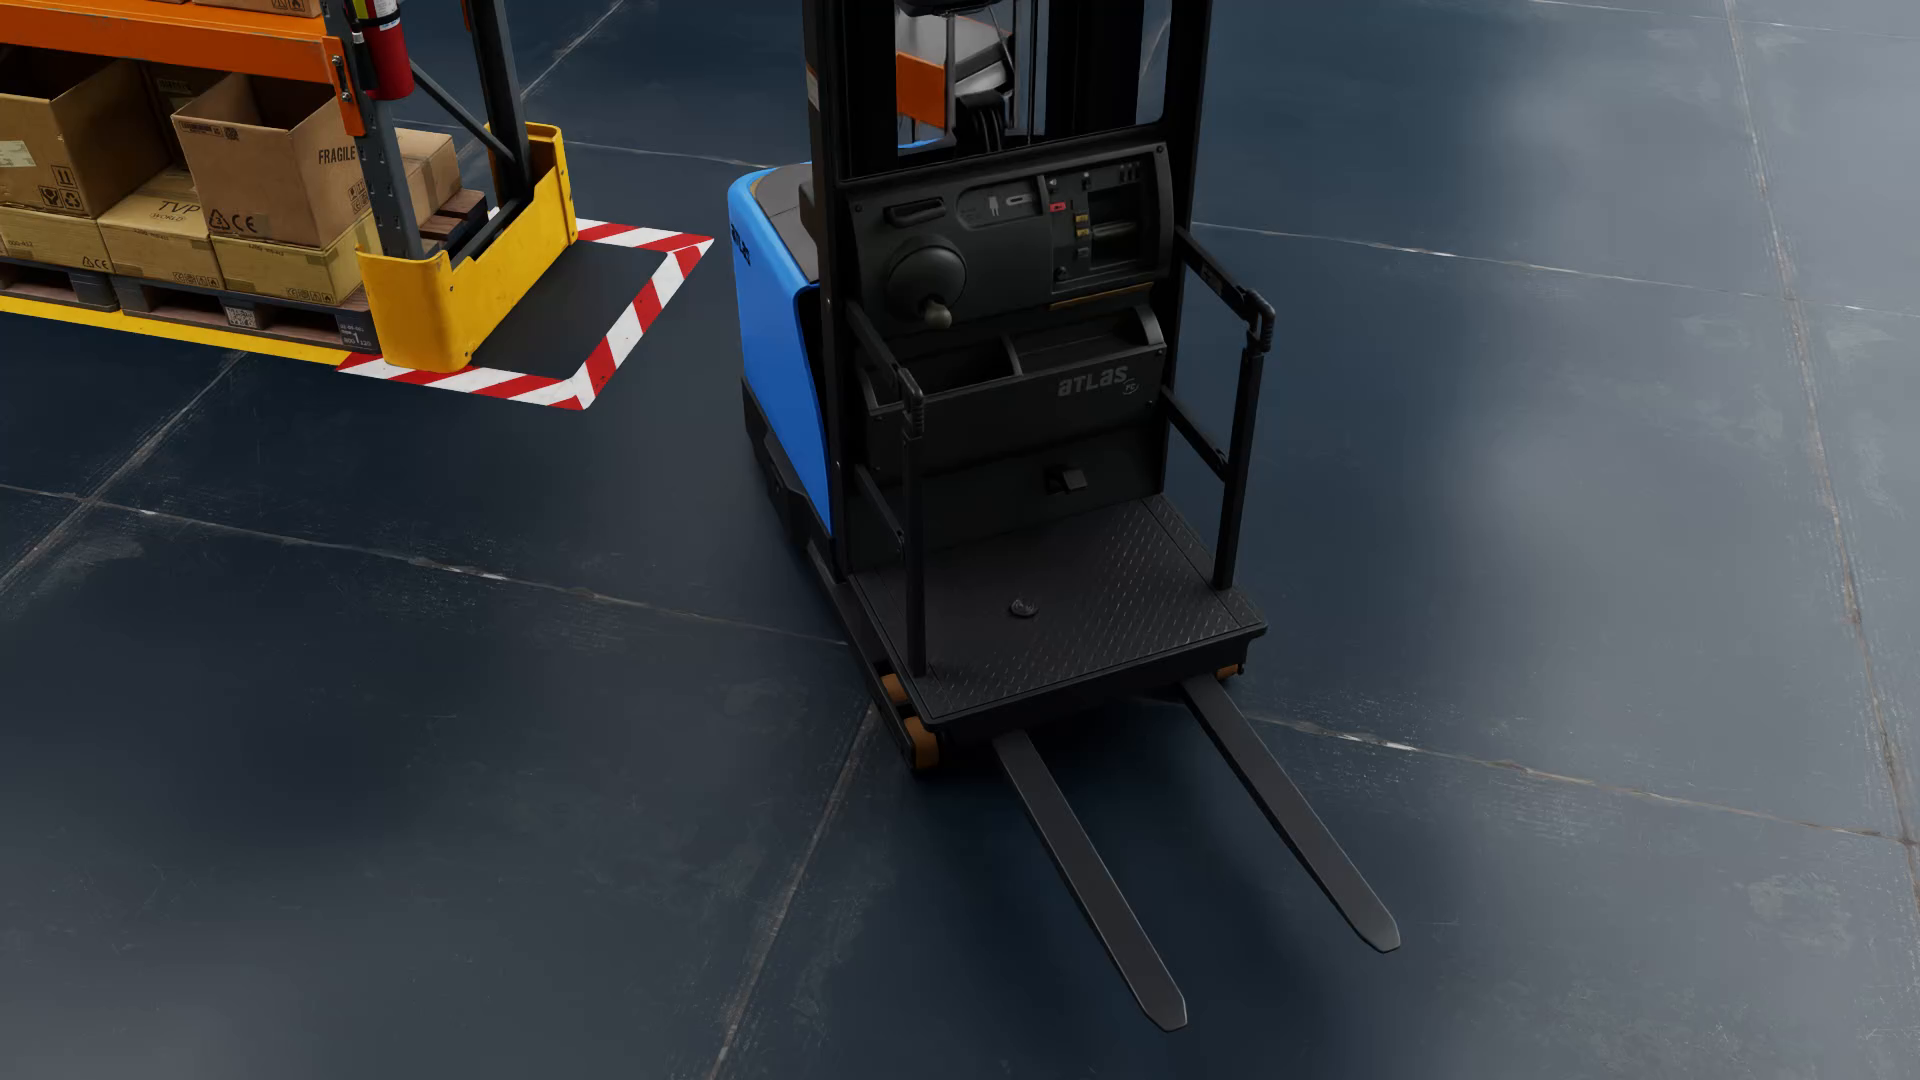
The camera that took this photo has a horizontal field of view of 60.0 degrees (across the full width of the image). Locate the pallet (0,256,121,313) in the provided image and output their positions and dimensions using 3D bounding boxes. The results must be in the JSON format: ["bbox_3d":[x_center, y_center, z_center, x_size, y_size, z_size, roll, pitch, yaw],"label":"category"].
[{"bbox_3d":[-3.937,-1.425,7.282,1.213,0.211,1.003,10,41,11],"label":"pallet"}]

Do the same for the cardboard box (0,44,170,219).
[{"bbox_3d":[-3.577,-1.644,6.603,0.500,0.500,0.500,10,41,11],"label":"cardboard box"}]

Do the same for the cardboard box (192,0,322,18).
[{"bbox_3d":[-2.460,-2.311,6.092,0.500,0.500,0.700,10,41,11],"label":"cardboard box"}]

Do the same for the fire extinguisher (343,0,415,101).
[{"bbox_3d":[-2.018,-1.849,5.680,0.183,0.674,0.296,10,41,11],"label":"fire extinguisher"}]

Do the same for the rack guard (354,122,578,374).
[{"bbox_3d":[-1.989,-1.226,6.821,0.348,0.500,1.175,10,41,11],"label":"rack guard"}]

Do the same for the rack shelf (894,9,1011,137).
[{"bbox_3d":[-0.105,-1.634,6.078,0.480,0.518,0.431,28,47,30],"label":"rack shelf"}]

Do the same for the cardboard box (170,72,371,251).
[{"bbox_3d":[-2.607,-1.486,6.416,0.500,0.500,0.500,10,41,11],"label":"cardboard box"}]

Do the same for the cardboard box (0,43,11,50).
[{"bbox_3d":[-4.060,-1.728,6.703,0.500,0.500,0.500,10,41,11],"label":"cardboard box"}]

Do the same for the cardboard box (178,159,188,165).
[{"bbox_3d":[-2.957,-1.603,7.138,0.500,0.250,0.500,10,41,11],"label":"cardboard box"}]

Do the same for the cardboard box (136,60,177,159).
[{"bbox_3d":[-3.443,-1.967,6.988,0.500,0.500,0.500,10,41,11],"label":"cardboard box"}]

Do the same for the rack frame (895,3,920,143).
[{"bbox_3d":[-0.292,-1.744,6.190,0.015,2.100,0.400,28,47,30],"label":"rack frame"}]

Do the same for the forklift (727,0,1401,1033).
[{"bbox_3d":[0.234,-0.751,4.365,1.130,2.935,3.031,-15,42,-17],"label":"forklift"}]

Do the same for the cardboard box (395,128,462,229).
[{"bbox_3d":[-2.473,-1.522,7.042,0.500,0.250,0.500,10,41,11],"label":"cardboard box"}]

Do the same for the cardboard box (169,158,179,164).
[{"bbox_3d":[-3.440,-1.687,7.237,0.500,0.250,0.500,10,41,11],"label":"cardboard box"}]

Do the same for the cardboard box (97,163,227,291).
[{"bbox_3d":[-3.093,-1.276,6.749,0.500,0.250,0.500,10,41,11],"label":"cardboard box"}]

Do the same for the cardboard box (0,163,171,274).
[{"bbox_3d":[-3.576,-1.358,6.846,0.500,0.250,0.500,10,41,11],"label":"cardboard box"}]

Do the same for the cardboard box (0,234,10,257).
[{"bbox_3d":[-4.059,-1.443,6.947,0.500,0.250,0.500,10,41,11],"label":"cardboard box"}]

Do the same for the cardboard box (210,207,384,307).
[{"bbox_3d":[-2.607,-1.201,6.659,0.500,0.250,0.500,10,41,11],"label":"cardboard box"}]

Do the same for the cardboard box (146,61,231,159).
[{"bbox_3d":[-2.956,-1.891,6.898,0.500,0.500,0.500,10,41,11],"label":"cardboard box"}]

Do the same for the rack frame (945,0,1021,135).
[{"bbox_3d":[0.082,-1.546,5.948,0.015,2.100,0.400,28,47,30],"label":"rack frame"}]

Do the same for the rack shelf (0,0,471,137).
[{"bbox_3d":[-3.944,-2.244,6.649,4.000,0.370,1.077,10,41,11],"label":"rack shelf"}]

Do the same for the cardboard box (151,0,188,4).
[{"bbox_3d":[-2.969,-2.395,6.192,0.500,0.500,0.700,11,41,13],"label":"cardboard box"}]

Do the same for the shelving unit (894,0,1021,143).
[{"bbox_3d":[-0.105,-1.645,6.069,0.503,2.100,0.431,28,47,30],"label":"shelving unit"}]

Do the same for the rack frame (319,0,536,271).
[{"bbox_3d":[-2.012,-2.187,6.022,0.127,3.000,1.000,10,41,11],"label":"rack frame"}]

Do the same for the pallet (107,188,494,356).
[{"bbox_3d":[-2.762,-1.220,7.039,1.213,0.211,1.003,10,41,11],"label":"pallet"}]
